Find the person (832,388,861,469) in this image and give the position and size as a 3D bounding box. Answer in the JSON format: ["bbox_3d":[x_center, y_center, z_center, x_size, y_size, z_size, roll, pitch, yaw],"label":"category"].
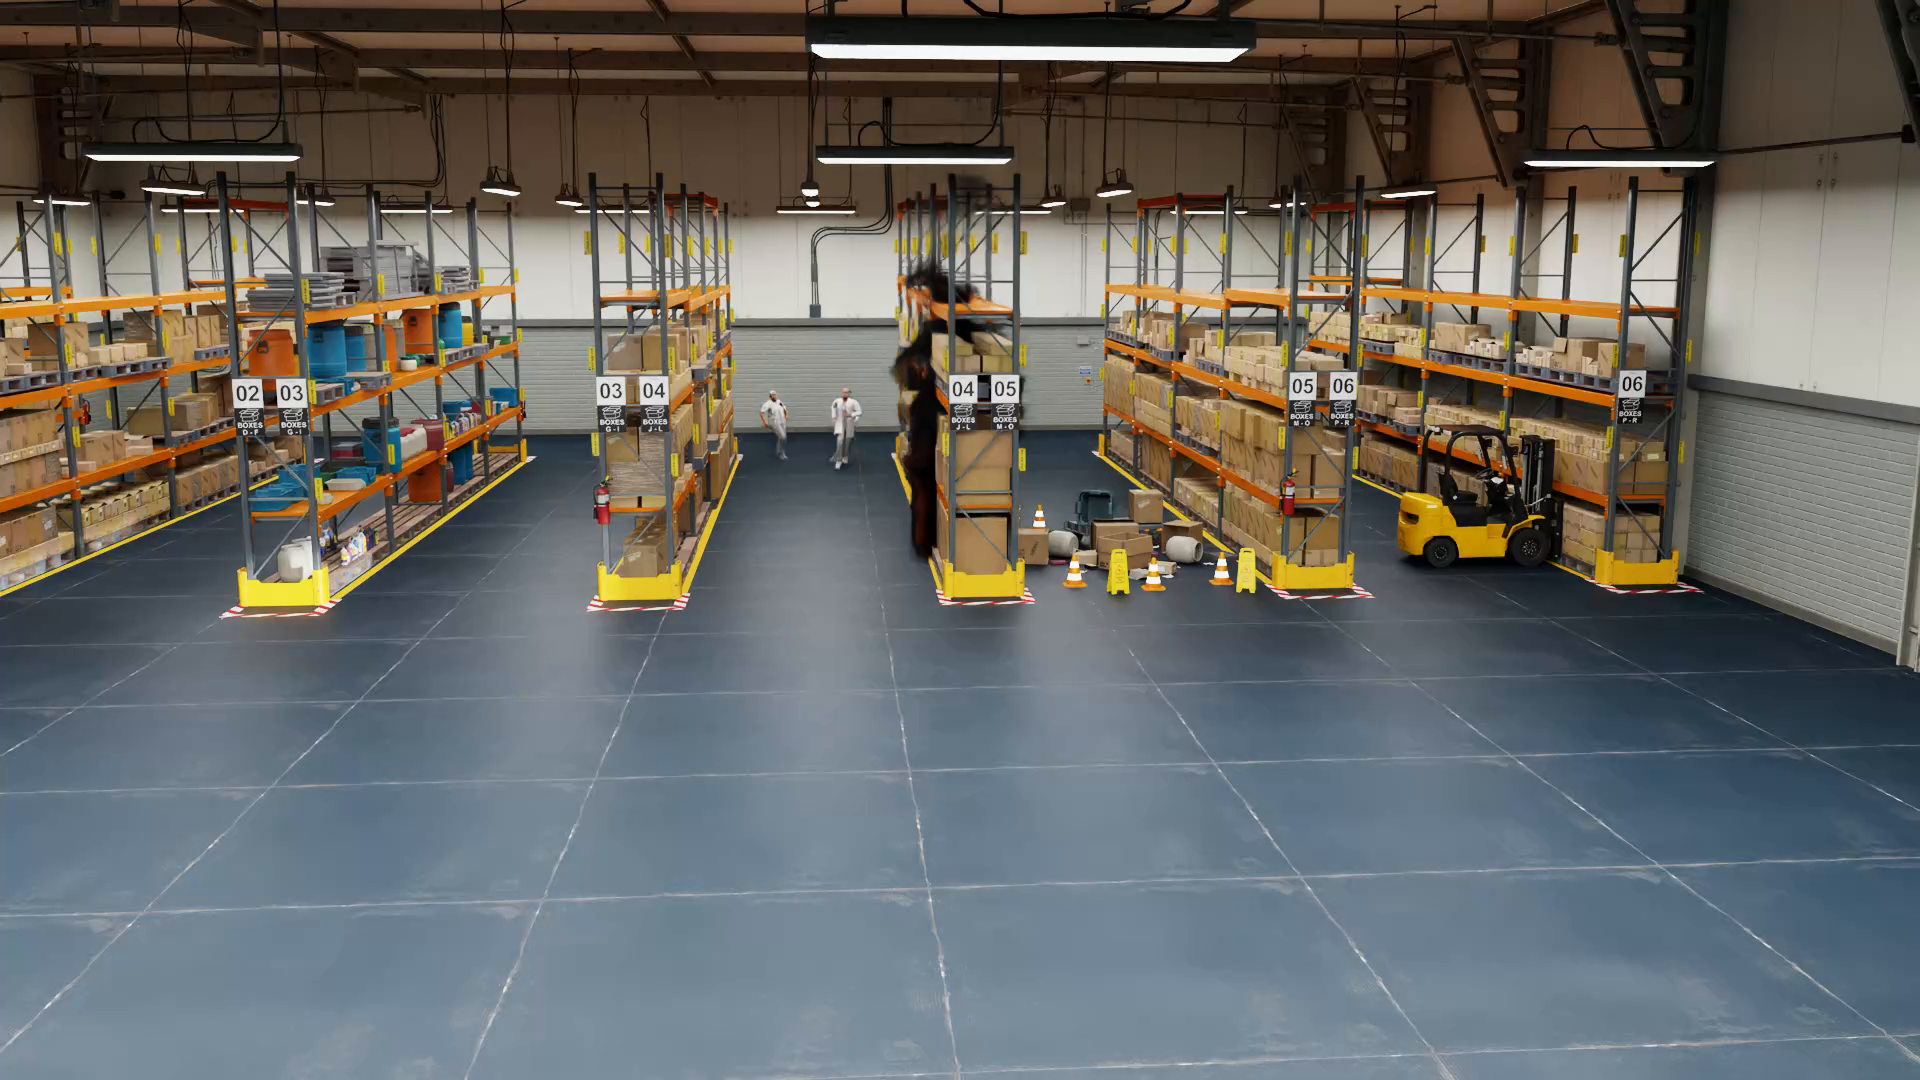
[{"bbox_3d":[-2.602,-2.583,38.133,0.698,1.813,0.934,0,10,-1],"label":"person"}]

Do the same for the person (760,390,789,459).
[{"bbox_3d":[-4.347,-2.738,39.652,0.610,1.668,0.653,9,14,42],"label":"person"}]

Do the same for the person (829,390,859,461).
[{"bbox_3d":[-2.742,-2.735,39.325,0.681,1.674,0.916,4,11,22],"label":"person"}]
